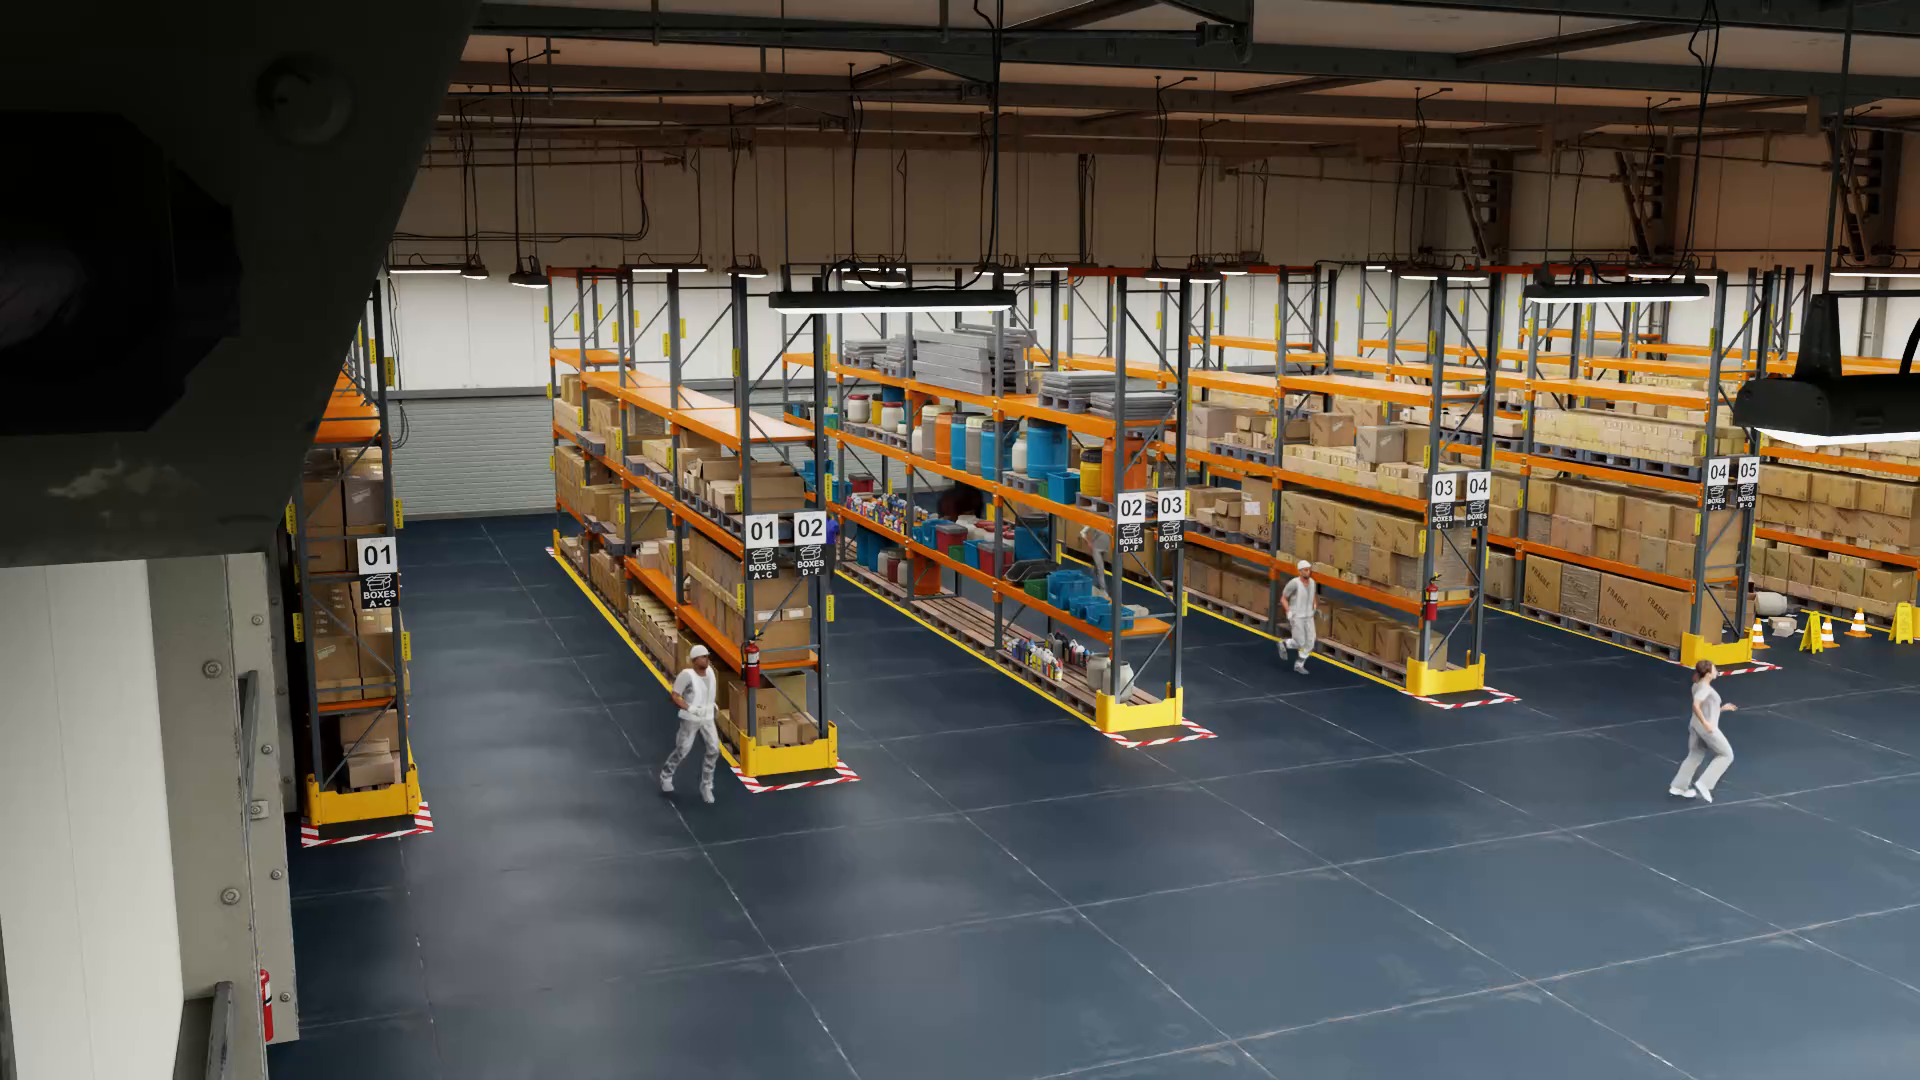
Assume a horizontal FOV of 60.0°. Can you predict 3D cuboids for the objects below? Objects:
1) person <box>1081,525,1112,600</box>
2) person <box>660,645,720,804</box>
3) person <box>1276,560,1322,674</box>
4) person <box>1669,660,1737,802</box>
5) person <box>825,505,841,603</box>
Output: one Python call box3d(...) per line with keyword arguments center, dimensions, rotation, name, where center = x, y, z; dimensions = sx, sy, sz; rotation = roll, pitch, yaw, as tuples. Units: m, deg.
box3d(center=(2.442, 0.213, 29.047), dimensions=(0.537, 1.614, 0.830), rotation=(-7, 12, -33), name="person")
box3d(center=(-3.060, 2.119, 19.449), dimensions=(0.807, 1.802, 0.741), rotation=(9, 13, 41), name="person")
box3d(center=(5.113, 1.143, 25.140), dimensions=(0.645, 1.736, 0.636), rotation=(-5, 11, -27), name="person")
box3d(center=(8.609, 2.202, 19.207), dimensions=(0.685, 1.671, 0.535), rotation=(0, 10, 1), name="person")
box3d(center=(-2.334, 0.275, 29.022), dimensions=(0.579, 1.576, 0.745), rotation=(-4, 11, -23), name="person")
